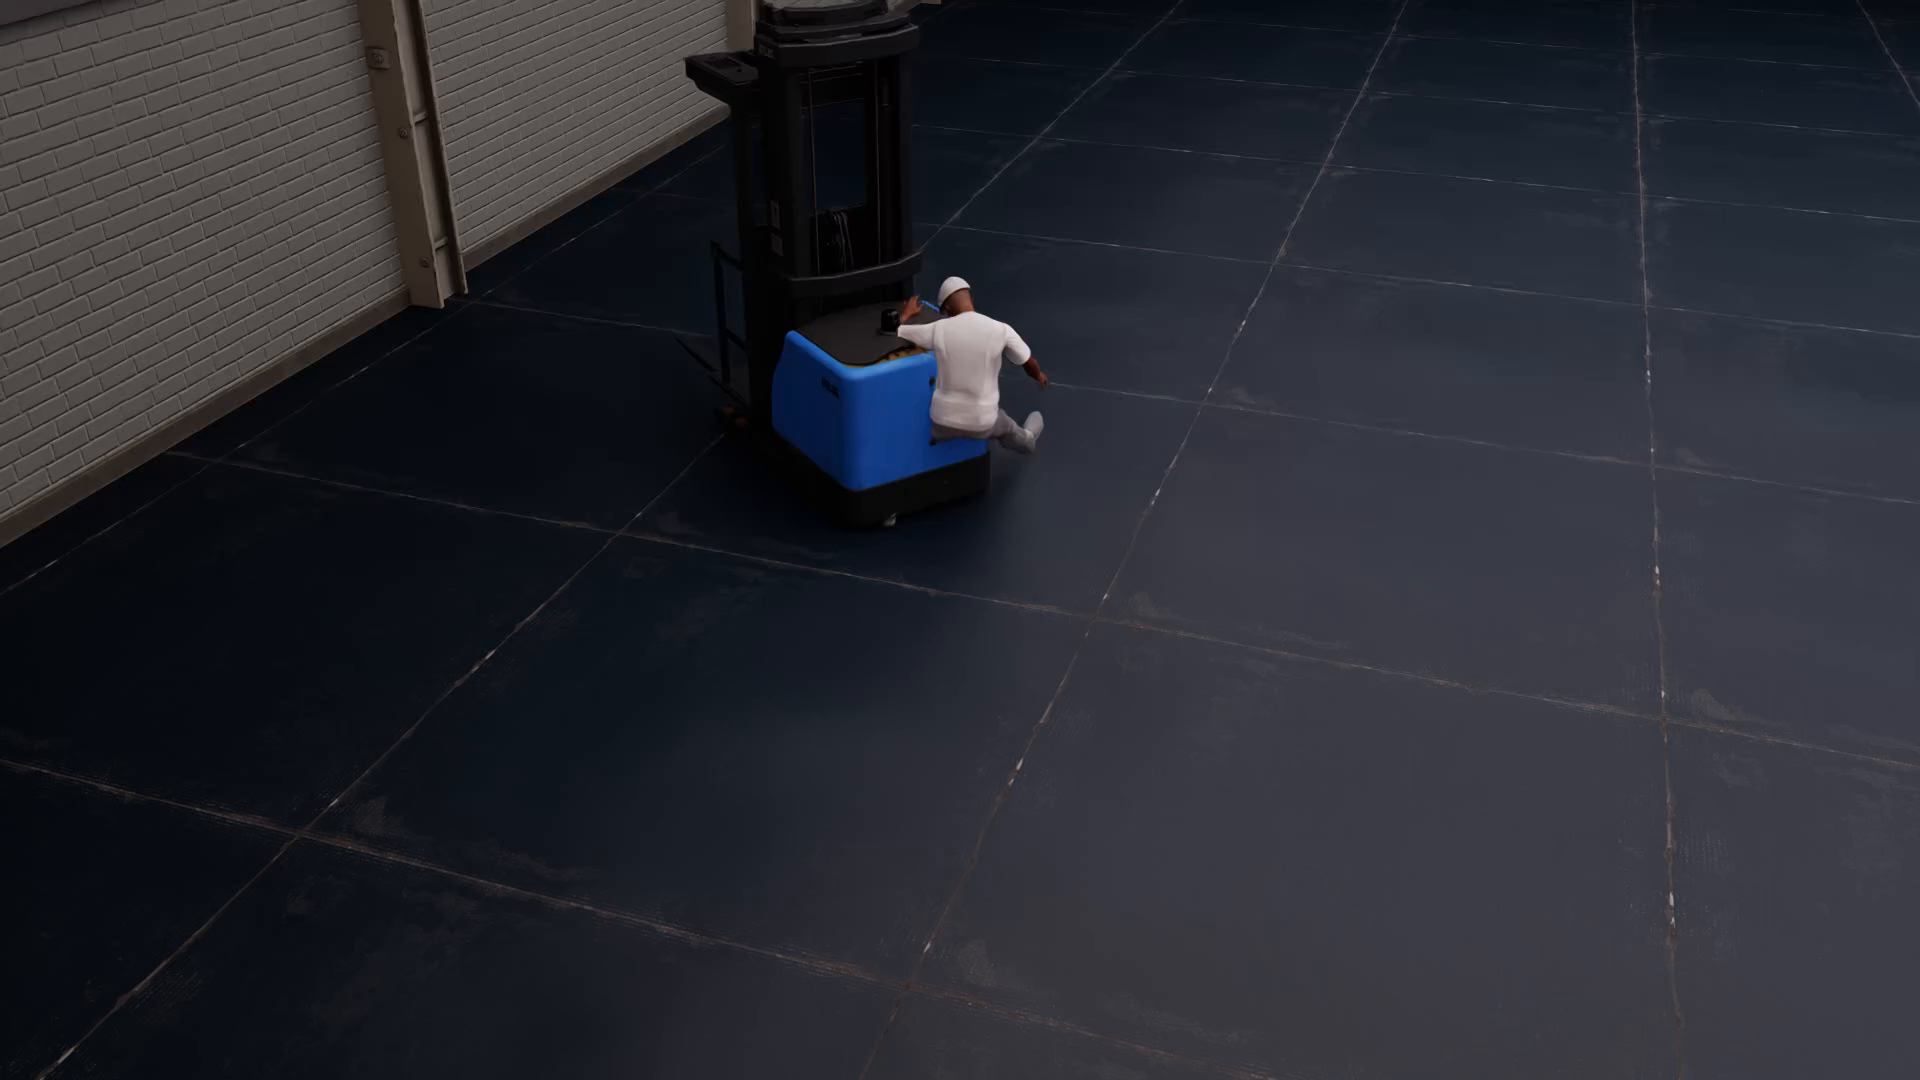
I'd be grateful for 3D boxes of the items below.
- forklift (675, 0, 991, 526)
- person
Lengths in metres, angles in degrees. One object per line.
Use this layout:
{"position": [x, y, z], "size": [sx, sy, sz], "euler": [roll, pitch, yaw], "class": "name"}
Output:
{"position": [-1.018, -2.050, 10.732], "size": [1.130, 2.935, 3.031], "euler": [-17, 34, -28], "class": "forklift"}
{"position": [0.025, -0.949, 10.331], "size": [1.023, 1.442, 1.116], "euler": [2, 30, 4], "class": "person"}
